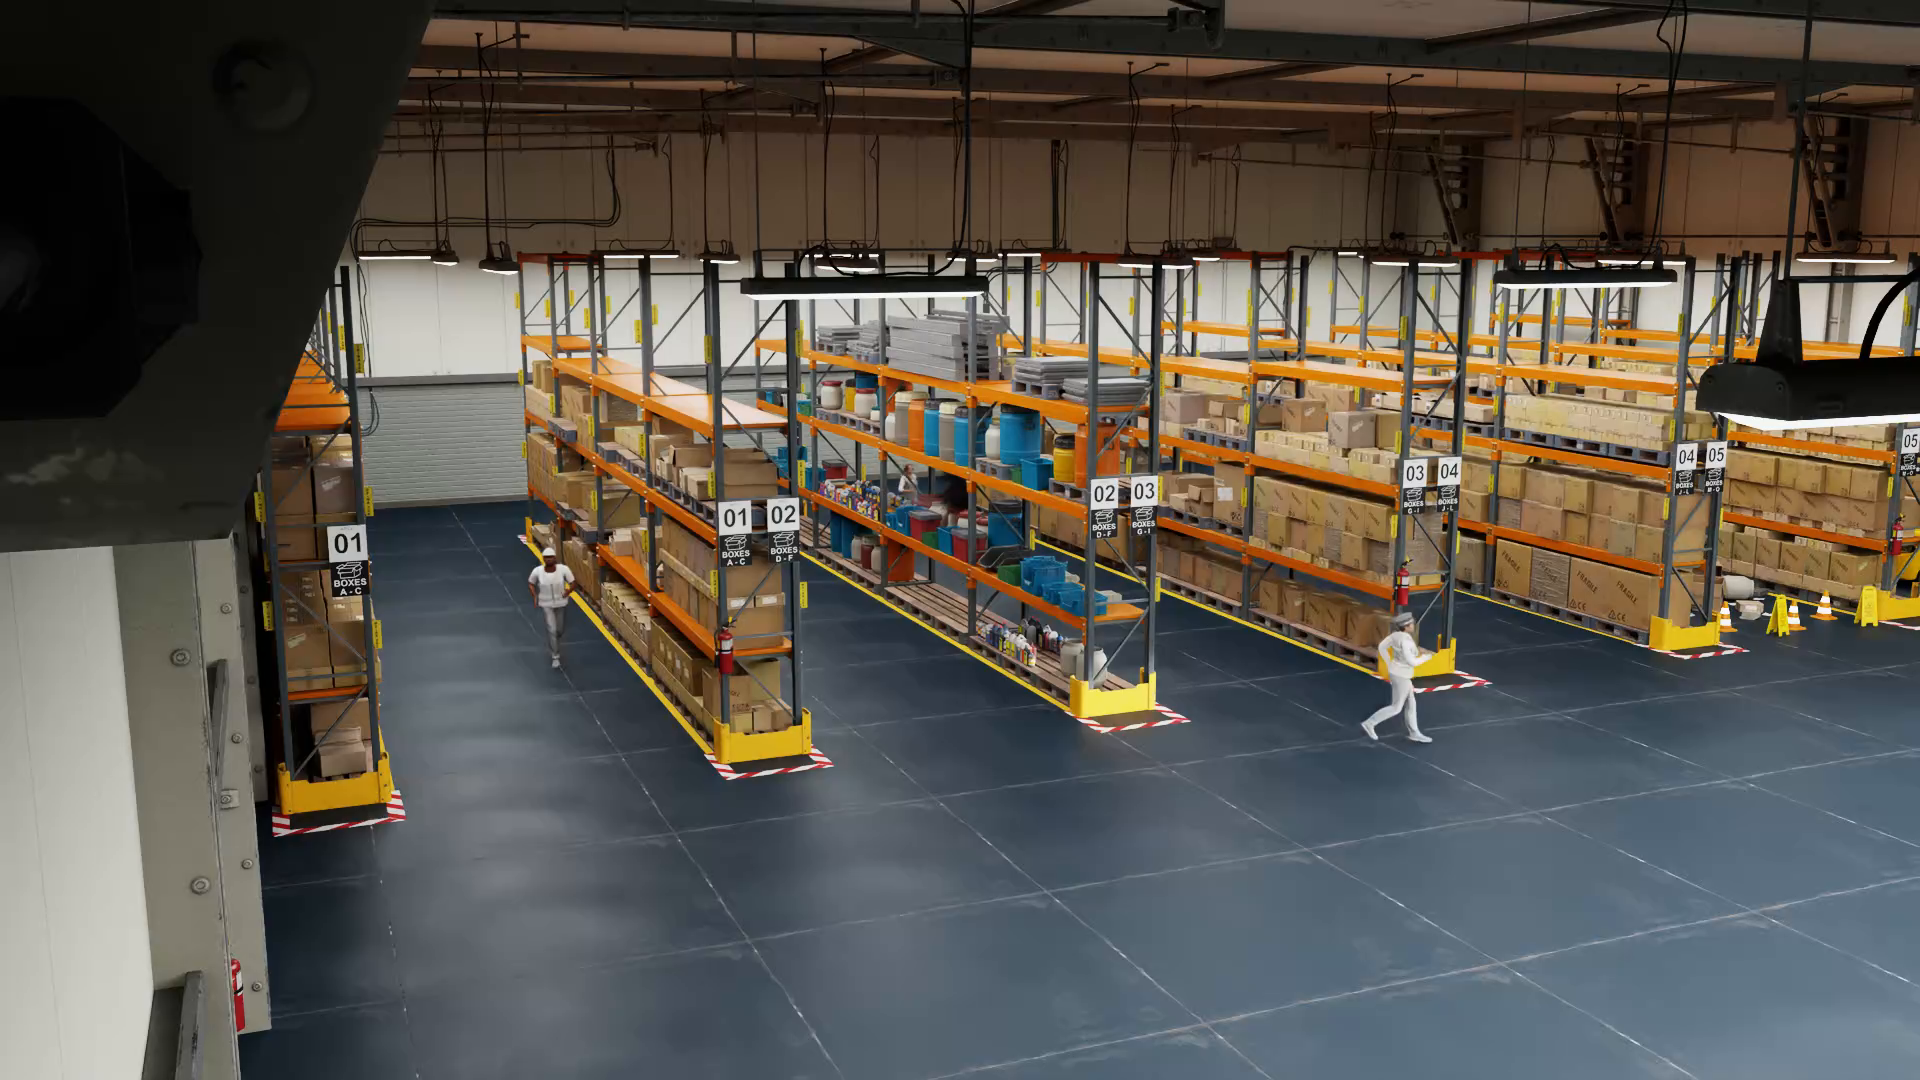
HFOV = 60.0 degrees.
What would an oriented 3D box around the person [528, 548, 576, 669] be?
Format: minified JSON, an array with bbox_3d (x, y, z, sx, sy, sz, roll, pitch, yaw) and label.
[{"bbox_3d":[-6.073,0.978,24.853,0.689,1.767,0.852,-4,11,-19],"label":"person"}]

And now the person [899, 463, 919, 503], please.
[{"bbox_3d":[-1.074,-0.807,34.927,0.536,1.593,0.873,-6,12,-29],"label":"person"}]

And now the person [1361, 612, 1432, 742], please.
[{"bbox_3d":[5.489,1.721,20.815,0.922,1.678,0.610,0,10,-1],"label":"person"}]
